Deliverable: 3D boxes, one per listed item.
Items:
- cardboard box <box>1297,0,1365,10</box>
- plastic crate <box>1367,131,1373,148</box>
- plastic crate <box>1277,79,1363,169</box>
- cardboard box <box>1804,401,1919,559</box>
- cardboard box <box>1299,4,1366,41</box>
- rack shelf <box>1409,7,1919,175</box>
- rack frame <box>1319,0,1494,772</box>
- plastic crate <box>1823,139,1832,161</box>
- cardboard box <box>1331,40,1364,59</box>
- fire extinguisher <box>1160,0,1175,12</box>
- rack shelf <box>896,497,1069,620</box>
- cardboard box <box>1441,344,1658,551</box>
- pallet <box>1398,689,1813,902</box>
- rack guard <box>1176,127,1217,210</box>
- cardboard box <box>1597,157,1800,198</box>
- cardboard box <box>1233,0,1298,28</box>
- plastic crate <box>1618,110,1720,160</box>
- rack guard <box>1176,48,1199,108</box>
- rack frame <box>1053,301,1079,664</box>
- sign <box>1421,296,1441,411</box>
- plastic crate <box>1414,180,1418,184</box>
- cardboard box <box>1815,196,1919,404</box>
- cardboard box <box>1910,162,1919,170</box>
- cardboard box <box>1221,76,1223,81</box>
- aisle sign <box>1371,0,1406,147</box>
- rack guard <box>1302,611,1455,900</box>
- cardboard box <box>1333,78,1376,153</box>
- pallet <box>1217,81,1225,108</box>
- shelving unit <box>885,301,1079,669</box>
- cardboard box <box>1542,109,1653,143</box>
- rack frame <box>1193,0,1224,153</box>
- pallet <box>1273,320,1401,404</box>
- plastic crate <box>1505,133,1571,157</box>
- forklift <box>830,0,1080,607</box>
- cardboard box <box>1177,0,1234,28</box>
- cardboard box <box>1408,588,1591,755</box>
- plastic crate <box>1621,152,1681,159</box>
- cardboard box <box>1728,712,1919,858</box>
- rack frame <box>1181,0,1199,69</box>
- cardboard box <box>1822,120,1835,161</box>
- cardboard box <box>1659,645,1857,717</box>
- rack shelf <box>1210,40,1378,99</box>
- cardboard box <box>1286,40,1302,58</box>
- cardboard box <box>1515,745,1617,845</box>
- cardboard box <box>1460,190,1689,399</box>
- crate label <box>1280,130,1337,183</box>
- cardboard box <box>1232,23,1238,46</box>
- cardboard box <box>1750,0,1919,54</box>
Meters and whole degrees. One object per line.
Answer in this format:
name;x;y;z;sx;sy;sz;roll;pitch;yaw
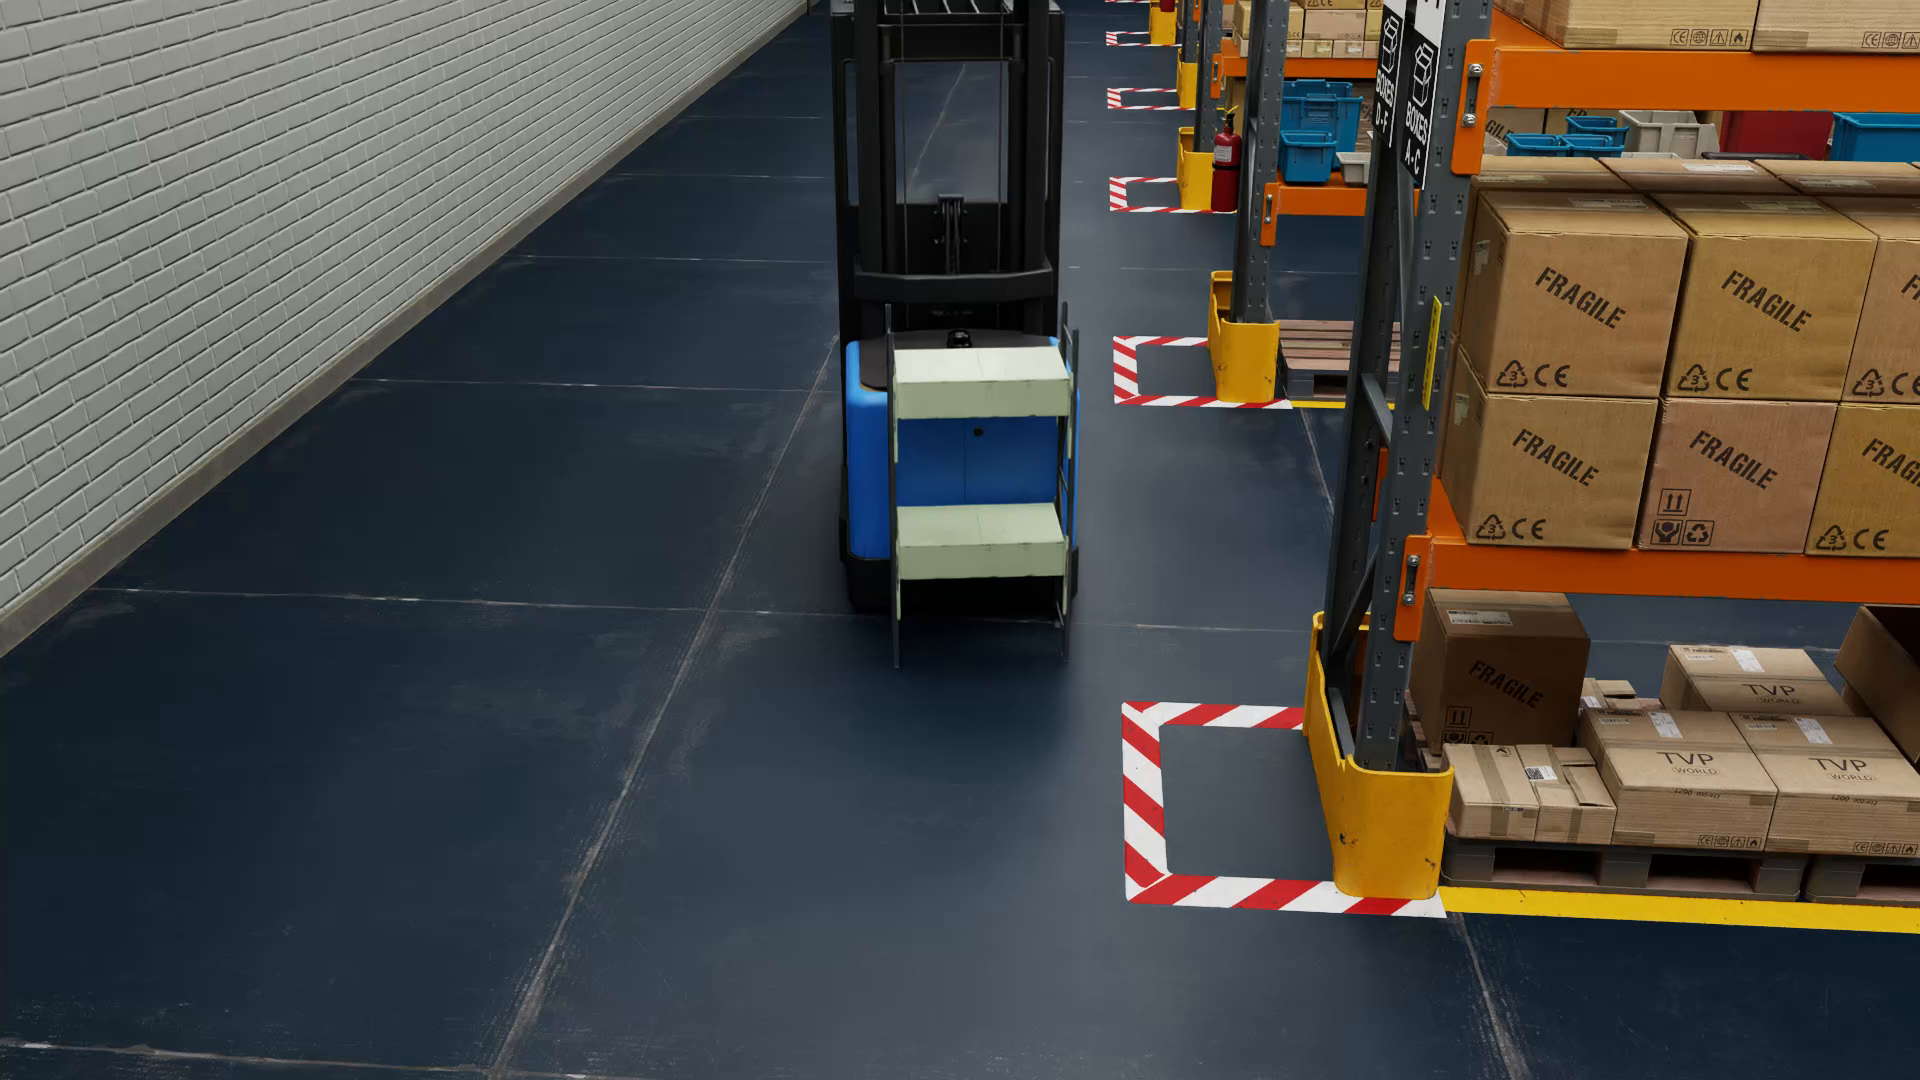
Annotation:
cardboard box;3.152;-4.776;14.059;0.500;0.500;0.500;1;25;3
plastic crate;2.643;-2.405;10.223;0.243;0.136;0.396;2;25;4
plastic crate;2.164;-2.559;10.199;0.499;0.435;0.616;2;25;4
cardboard box;2.870;-0.274;5.227;0.500;0.500;0.500;2;25;4
cardboard box;3.172;-4.438;14.220;0.500;0.250;0.500;2;25;3
rack shelf;3.427;-1.356;4.971;4.000;0.370;1.077;2;25;4
rack frame;1.433;-0.384;5.586;0.127;3.000;1.000;2;25;4
plastic crate;5.351;-2.302;9.999;0.243;0.136;0.396;2;25;4
cardboard box;3.295;-4.226;14.237;0.250;0.149;0.380;1;25;3
fire extinguisher;2.460;-6.572;19.574;0.183;0.674;0.296;2;25;4
rack shelf;0.080;0.075;7.162;0.720;0.370;0.431;-2;25;-3
cardboard box;1.855;-0.305;5.296;0.500;0.500;0.500;2;25;5
pallet;2.304;0.911;6.109;1.213;0.211;1.003;2;25;4
rack guard;2.171;-3.378;15.083;0.348;0.500;1.175;2;25;4
cardboard box;2.402;-0.968;5.540;0.500;0.500;0.500;3;25;5
cardboard box;2.699;-4.675;14.735;0.500;0.250;0.500;1;25;3
plastic crate;4.296;-2.419;10.080;0.530;0.282;0.437;2;25;4
rack guard;2.751;-5.439;19.562;0.348;0.500;1.175;2;25;4
rack frame;0.446;-0.231;7.046;0.023;1.500;0.400;-2;25;-3
sign;1.392;-0.551;4.914;0.005;0.325;0.100;2;25;4
plastic crate;2.693;-2.233;9.734;0.300;0.233;0.416;2;25;4
cardboard box;2.876;-0.728;5.018;0.500;0.500;0.500;2;25;5
cardboard box;3.431;-0.937;5.473;0.500;0.500;0.500;3;25;6
cardboard box;3.216;-5.542;19.705;0.250;0.149;0.380;2;25;5
aisle sign;1.388;-1.695;5.325;0.004;0.787;0.394;2;25;4
rack guard;1.509;0.754;6.104;0.348;0.500;1.175;2;25;4
cardboard box;3.747;-3.722;14.880;0.875;0.875;0.875;2;25;4
pallet;3.559;-5.267;19.534;1.213;0.211;1.003;2;25;4
shelving unit;0.081;-0.221;7.025;0.755;1.500;0.431;-2;25;-3
cardboard box;5.531;-3.665;14.755;0.875;0.875;0.875;2;25;4
rack frame;2.195;-4.513;14.559;0.127;3.000;1.000;2;25;4
pallet;2.635;-1.139;10.563;1.213;0.211;1.003;2;25;4
plastic crate;3.350;-2.212;9.688;0.300;0.233;0.416;2;25;4
forklift;-0.074;-1.605;8.321;1.130;2.935;3.031;-2;25;-3
cardboard box;3.620;-7.690;24.028;0.875;0.438;0.875;1;25;2
cardboard box;1.994;0.467;6.202;0.500;0.500;0.500;2;25;4
plastic crate;4.045;-2.158;9.686;0.466;0.136;0.293;2;25;4
cardboard box;2.951;0.833;5.705;0.500;0.250;0.500;2;25;4
rack frame;2.676;-6.577;19.045;0.127;3.000;1.000;2;25;4
cardboard box;7.714;-3.570;14.549;0.875;0.875;1.225;1;25;2
cardboard box;2.939;0.623;6.161;0.500;0.250;0.500;2;25;4
rack shelf;4.189;-4.122;14.570;4.000;0.370;1.077;2;25;4
cardboard box;2.780;-4.242;14.271;0.250;0.149;0.380;1;25;3
cardboard box;2.074;0.868;5.729;0.250;0.166;0.380;2;25;4
cardboard box;1.855;-0.759;5.087;0.500;0.500;0.500;3;25;6
crate label;2.037;-2.254;9.780;0.303;0.233;0.416;2;25;4
cardboard box;2.575;-4.524;14.885;0.250;0.149;0.380;2;25;5
cardboard box;2.423;-1.535;4.678;0.500;0.250;0.500;2;25;4
